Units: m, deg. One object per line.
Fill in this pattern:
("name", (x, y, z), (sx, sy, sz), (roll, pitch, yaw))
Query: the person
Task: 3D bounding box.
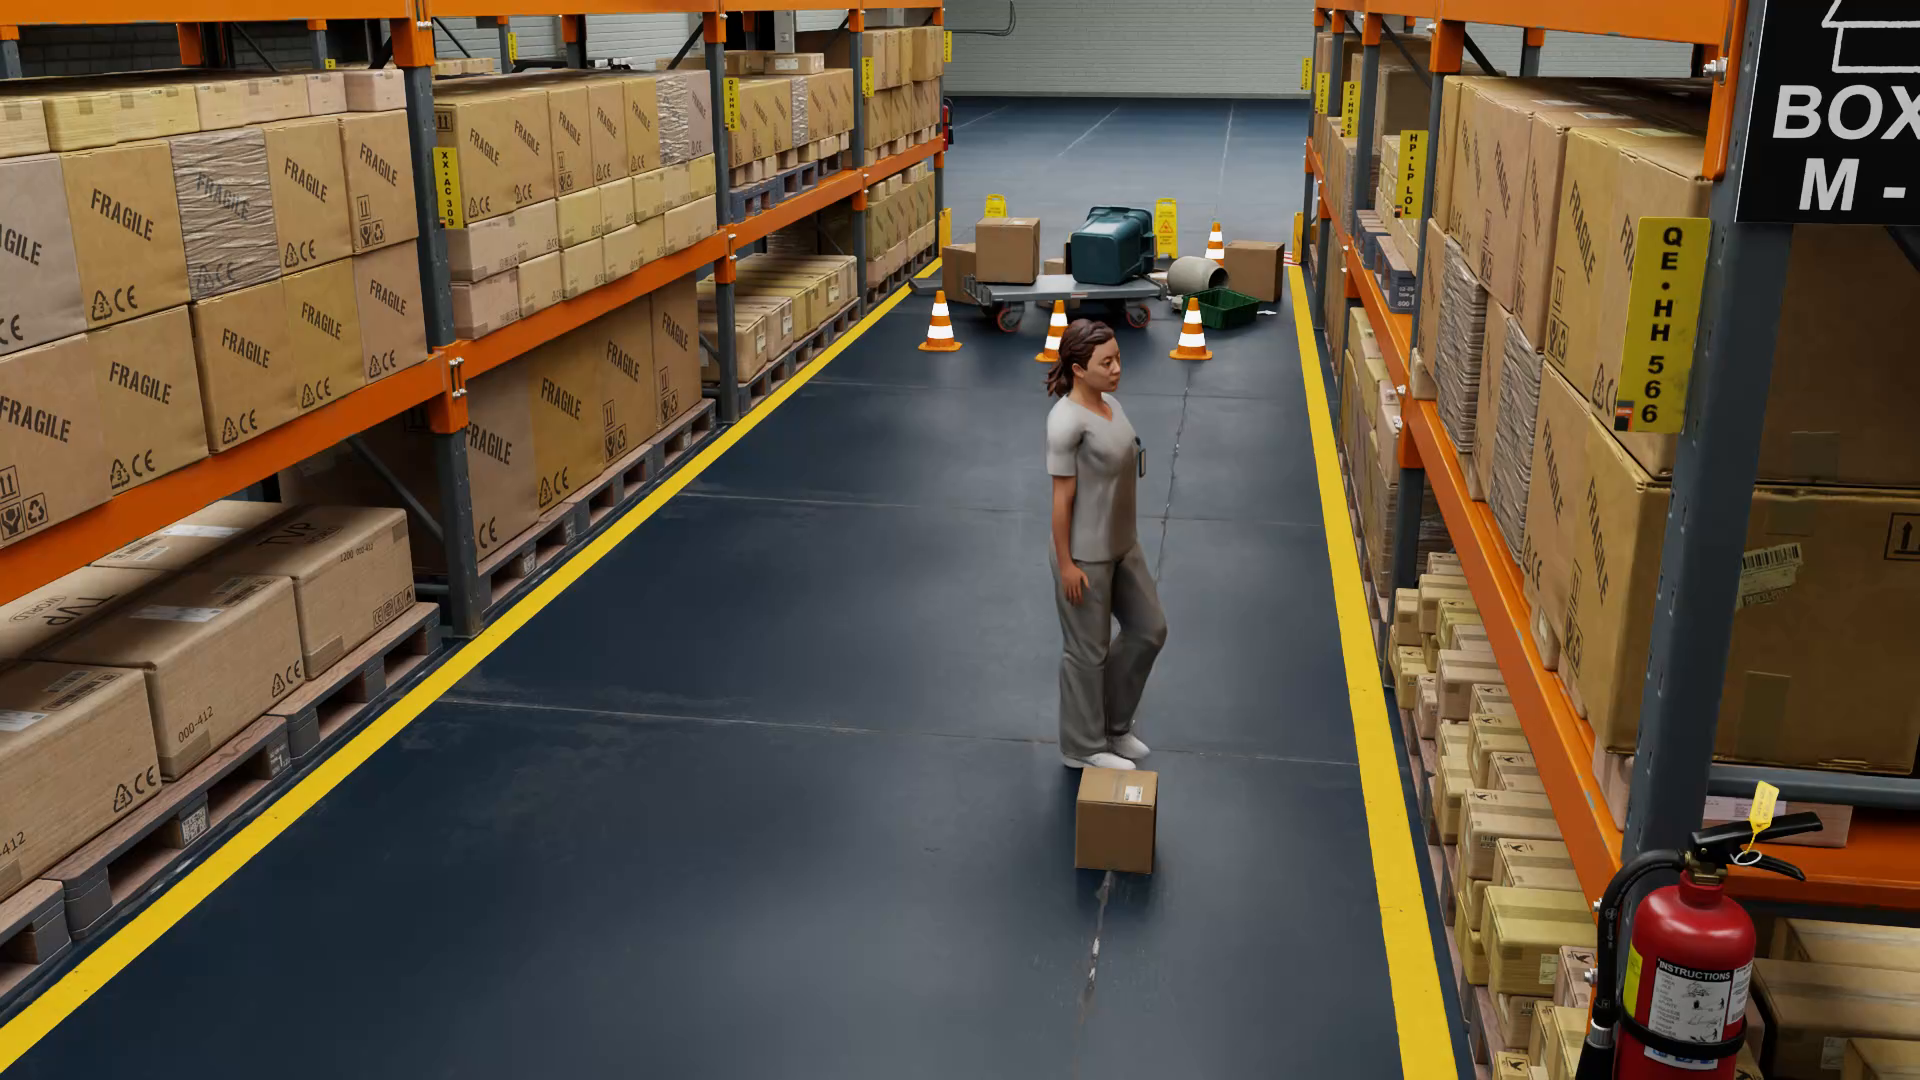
("person", (0.490, 0.054, 5.896), (0.414, 1.692, 0.481), (11, 21, 30))
